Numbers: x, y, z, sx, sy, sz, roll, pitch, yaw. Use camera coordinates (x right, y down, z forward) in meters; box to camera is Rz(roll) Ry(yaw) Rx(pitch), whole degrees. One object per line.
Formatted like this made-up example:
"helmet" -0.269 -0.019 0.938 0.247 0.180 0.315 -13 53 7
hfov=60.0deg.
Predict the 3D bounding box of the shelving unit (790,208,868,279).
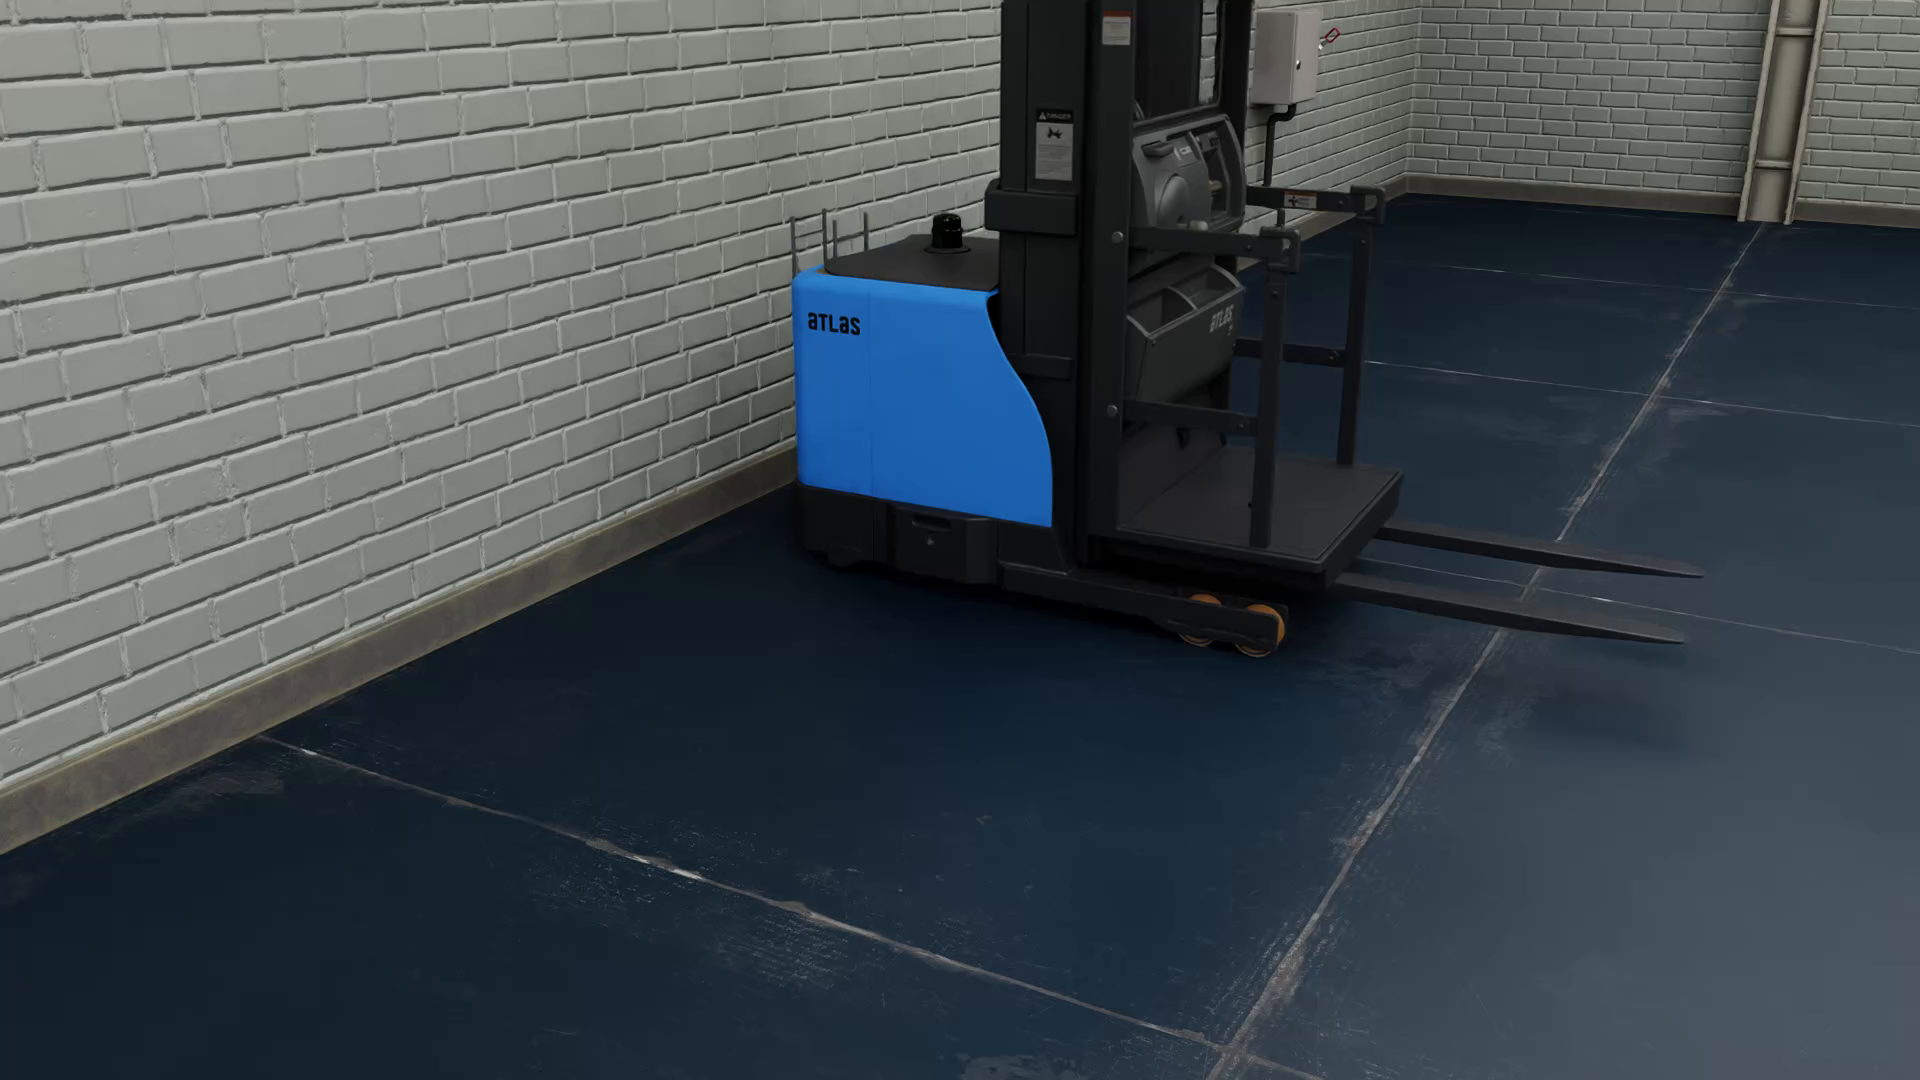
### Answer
"shelving unit" -0.487 -0.651 6.399 0.189 1.200 0.258 10 22 26

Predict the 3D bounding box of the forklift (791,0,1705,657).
"forklift" 0.941 -1.209 5.399 3.031 2.935 1.130 10 22 26

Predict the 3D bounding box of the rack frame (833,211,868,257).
"rack frame" -0.406 -0.636 6.359 0.006 1.200 0.240 10 22 26

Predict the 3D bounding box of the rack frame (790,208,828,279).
"rack frame" -0.568 -0.665 6.439 0.006 1.200 0.240 10 22 26

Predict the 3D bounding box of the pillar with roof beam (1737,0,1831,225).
"pillar with roof beam" 4.464 -5.557 8.487 0.400 9.000 9.100 11 23 27

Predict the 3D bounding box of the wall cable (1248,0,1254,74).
"wall cable" 1.807 -3.655 10.554 0.122 1.984 0.588 11 23 27

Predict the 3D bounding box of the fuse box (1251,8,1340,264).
"fuse box" 2.278 -2.749 11.434 0.414 1.711 0.539 11 23 27
